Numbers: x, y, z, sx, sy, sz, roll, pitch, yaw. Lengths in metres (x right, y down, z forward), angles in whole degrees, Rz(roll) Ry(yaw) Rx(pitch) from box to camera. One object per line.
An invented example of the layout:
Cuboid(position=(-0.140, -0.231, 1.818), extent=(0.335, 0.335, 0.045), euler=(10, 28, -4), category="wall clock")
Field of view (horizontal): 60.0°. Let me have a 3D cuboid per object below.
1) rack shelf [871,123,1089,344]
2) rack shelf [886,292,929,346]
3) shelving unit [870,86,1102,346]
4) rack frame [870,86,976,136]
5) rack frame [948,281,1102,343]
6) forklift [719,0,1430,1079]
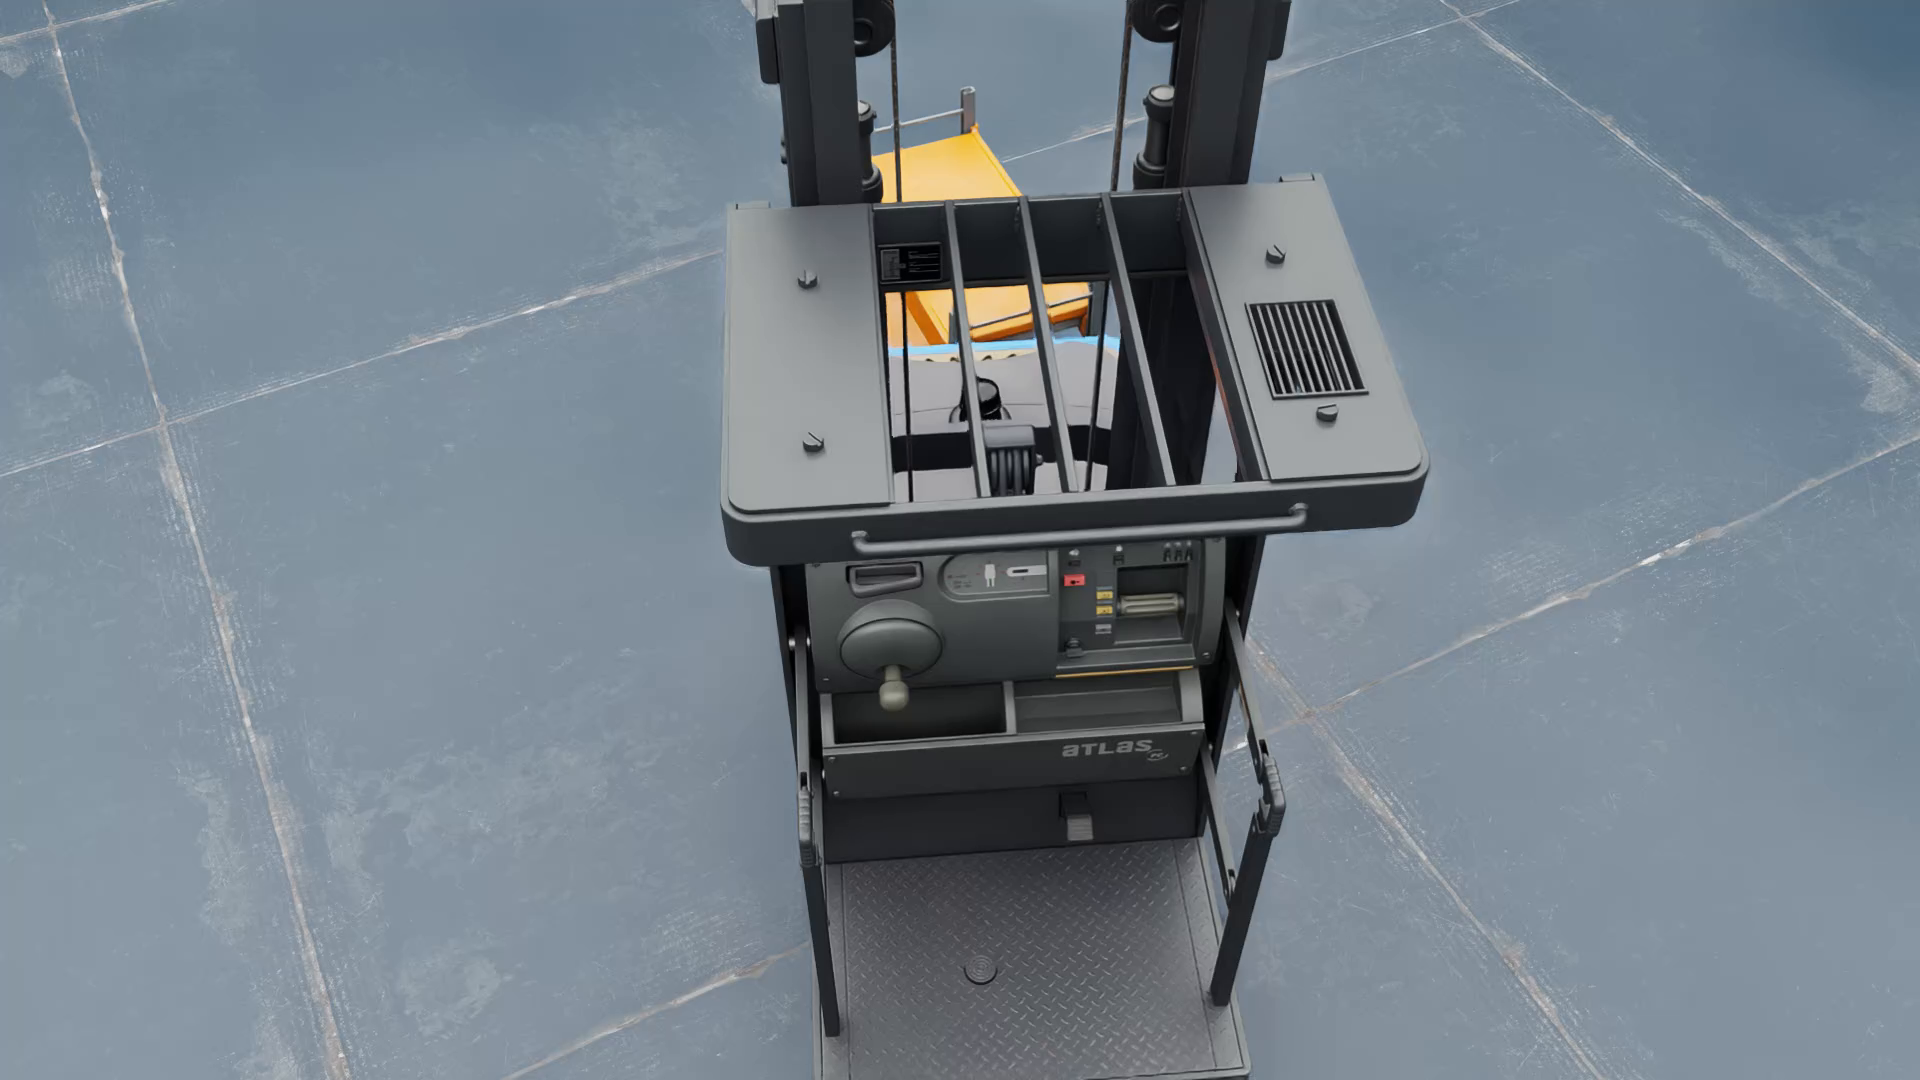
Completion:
Cuboid(position=(0.009, -0.913, 5.412), extent=(0.538, 0.278, 1.000), euler=(-17, 51, -14), category="rack shelf")
Cuboid(position=(0.009, -0.559, 5.816), extent=(0.538, 0.278, 1.000), euler=(-17, 51, -14), category="rack shelf")
Cuboid(position=(0.009, -0.720, 5.632), extent=(0.538, 1.125, 1.048), euler=(-17, 51, -14), category="shelving unit")
Cuboid(position=(-0.184, -1.074, 5.942), extent=(0.500, 1.125, 0.032), euler=(-17, 51, -14), category="rack frame")
Cuboid(position=(0.202, -0.366, 5.323), extent=(0.500, 1.125, 0.032), euler=(-17, 51, -14), category="rack frame")
Cuboid(position=(0.147, 0.270, 3.567), extent=(1.130, 2.935, 3.031), euler=(-4, 49, -3), category="forklift")
